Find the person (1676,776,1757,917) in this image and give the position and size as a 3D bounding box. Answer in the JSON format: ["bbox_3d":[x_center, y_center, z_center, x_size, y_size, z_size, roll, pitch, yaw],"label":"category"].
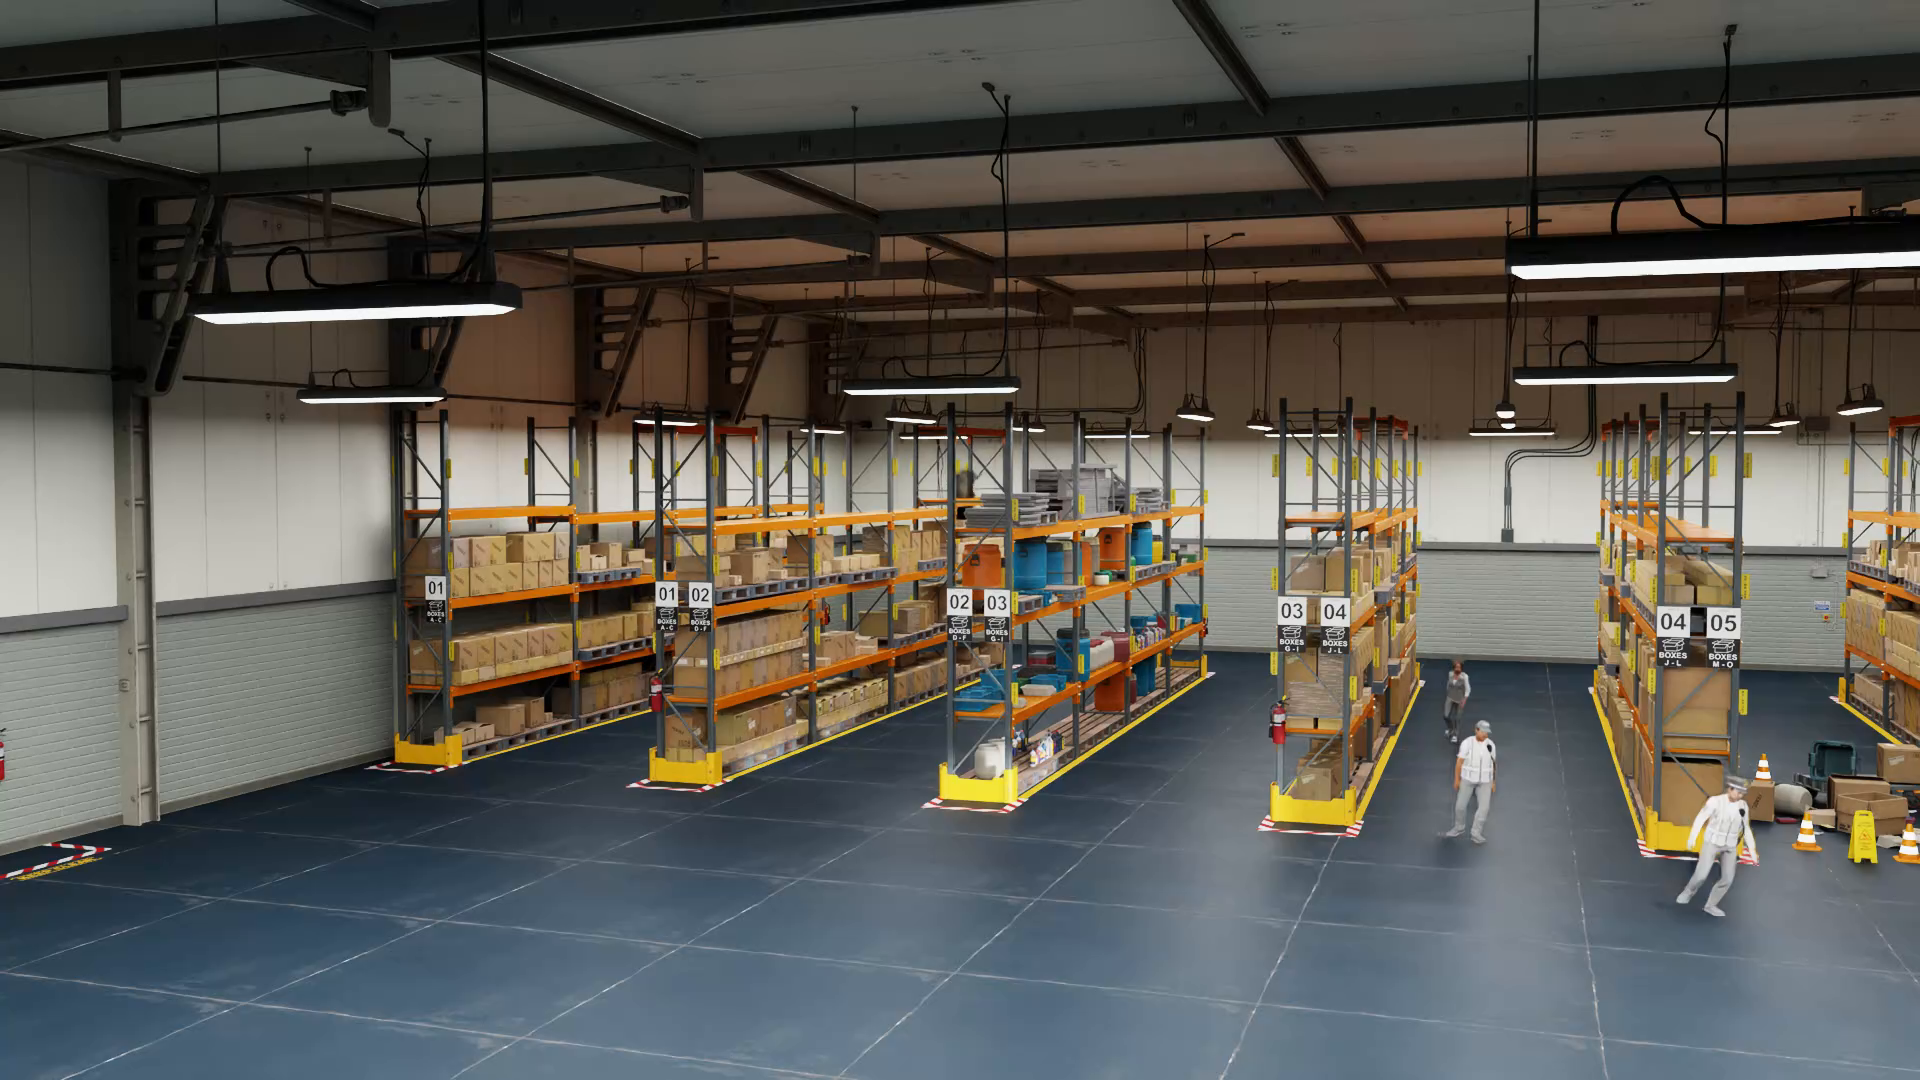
[{"bbox_3d":[8.464,3.403,18.585,0.736,1.589,0.631,0,2,1],"label":"person"}]

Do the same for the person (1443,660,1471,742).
[{"bbox_3d":[9.044,2.936,30.261,0.538,1.544,0.642,1,3,31],"label":"person"}]

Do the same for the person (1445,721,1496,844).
[{"bbox_3d":[6.858,3.227,22.286,0.618,1.640,0.512,0,2,1],"label":"person"}]
